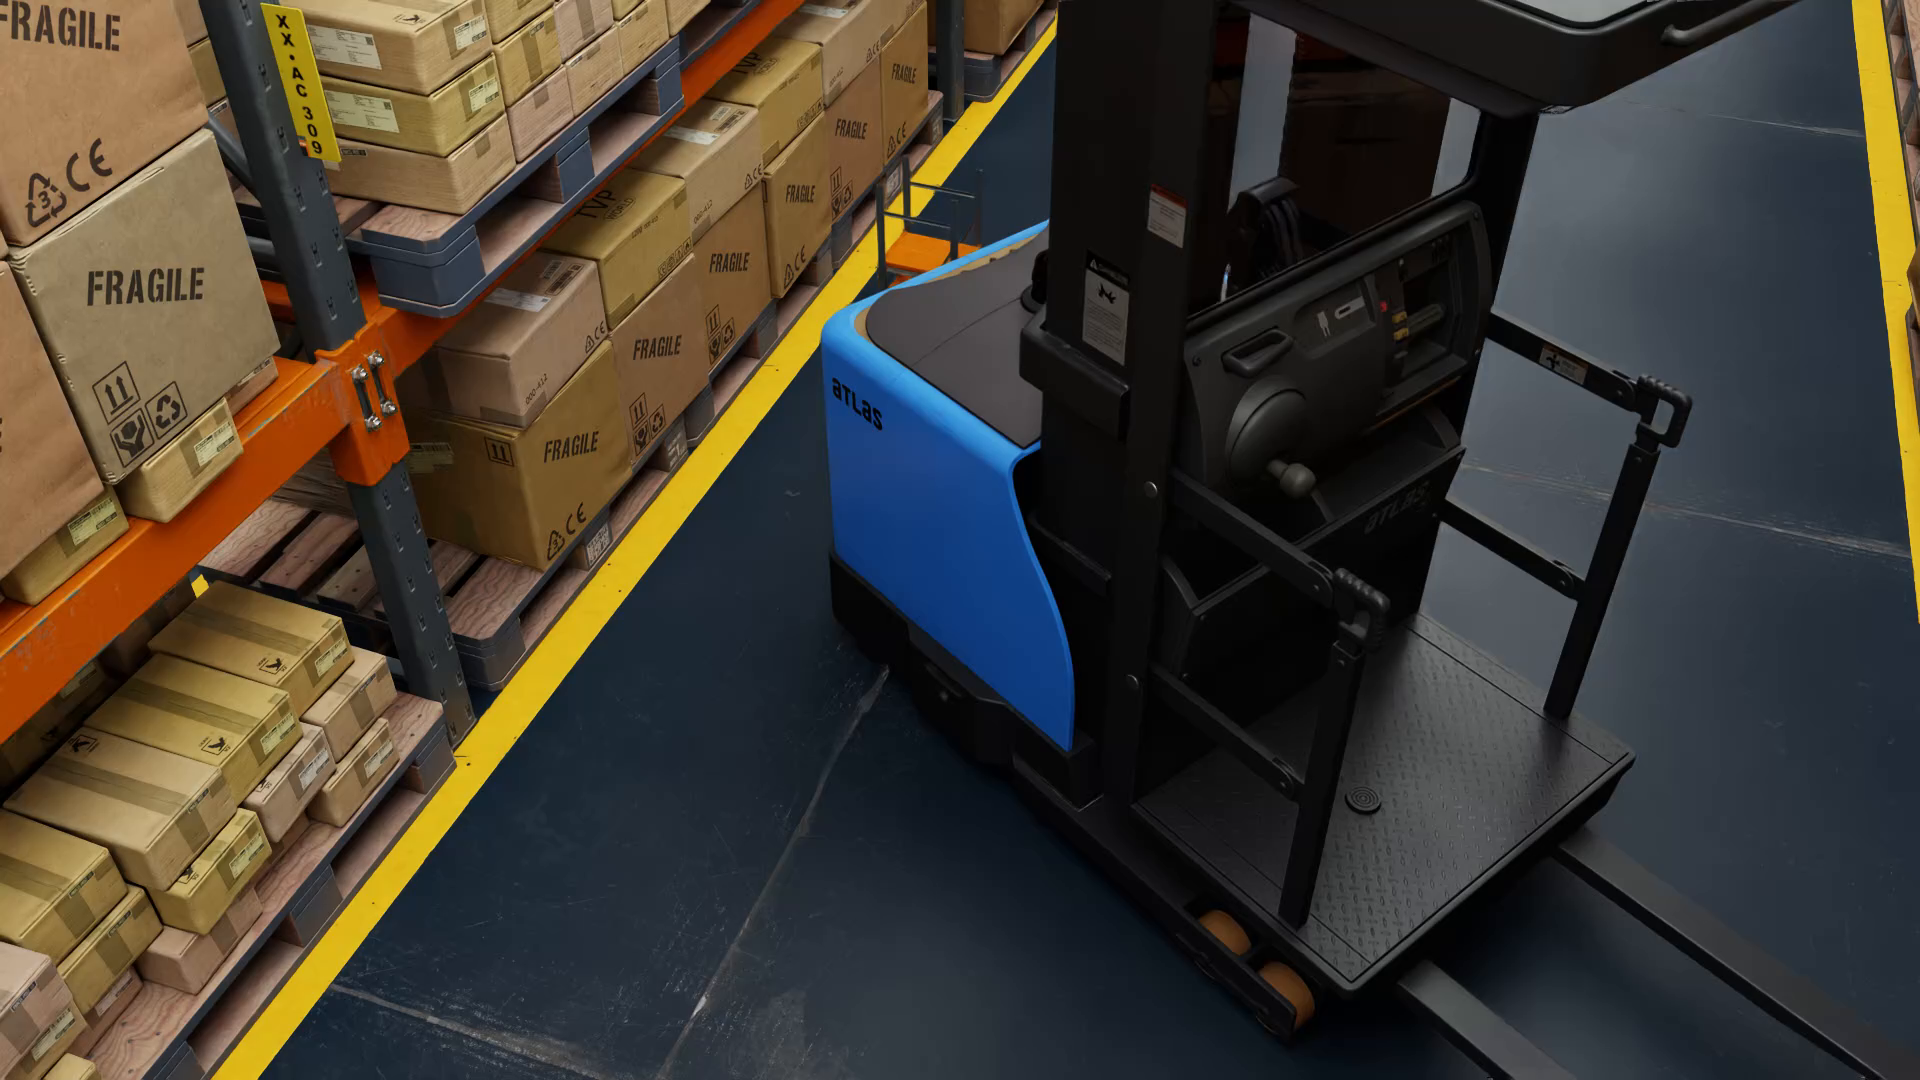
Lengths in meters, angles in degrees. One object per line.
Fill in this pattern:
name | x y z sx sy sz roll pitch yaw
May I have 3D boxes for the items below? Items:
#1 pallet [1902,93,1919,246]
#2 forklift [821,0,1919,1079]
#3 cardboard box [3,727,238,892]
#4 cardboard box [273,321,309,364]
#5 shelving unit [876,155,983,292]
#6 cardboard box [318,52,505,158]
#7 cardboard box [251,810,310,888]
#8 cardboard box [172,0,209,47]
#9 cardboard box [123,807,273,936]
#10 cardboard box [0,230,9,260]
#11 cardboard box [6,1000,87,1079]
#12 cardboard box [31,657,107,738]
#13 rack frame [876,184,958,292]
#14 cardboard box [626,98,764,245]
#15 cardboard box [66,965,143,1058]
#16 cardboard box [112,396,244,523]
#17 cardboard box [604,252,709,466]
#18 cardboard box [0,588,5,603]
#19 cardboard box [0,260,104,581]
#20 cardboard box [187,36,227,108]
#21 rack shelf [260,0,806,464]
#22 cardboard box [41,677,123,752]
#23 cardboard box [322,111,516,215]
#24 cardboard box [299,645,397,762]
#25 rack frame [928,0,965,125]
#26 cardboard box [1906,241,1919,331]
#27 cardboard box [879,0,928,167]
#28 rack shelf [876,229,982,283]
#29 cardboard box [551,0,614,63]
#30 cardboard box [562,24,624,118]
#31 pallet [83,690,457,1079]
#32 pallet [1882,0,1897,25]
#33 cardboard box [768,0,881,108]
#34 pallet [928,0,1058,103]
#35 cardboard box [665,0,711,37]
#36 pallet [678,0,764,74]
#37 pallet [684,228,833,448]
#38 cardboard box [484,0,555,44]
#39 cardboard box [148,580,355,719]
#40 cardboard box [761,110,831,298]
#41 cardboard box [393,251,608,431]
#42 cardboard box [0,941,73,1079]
pallet | 4.424 -1.395 6.723 1.003 0.211 1.213 13 42 15
forklift | 0.951 -0.333 3.382 1.130 2.935 3.031 -28 48 -29
cardboard box | -1.845 0.589 3.663 0.380 0.149 0.250 13 42 15
cardboard box | -1.822 -0.707 4.792 0.500 0.250 0.500 12 42 14
shelving unit | -0.084 -0.539 4.958 0.258 1.200 0.189 15 43 16
cardboard box | -1.272 -1.018 3.773 0.380 0.149 0.250 14 42 16
cardboard box | -1.820 0.677 4.018 0.380 0.149 0.250 14 43 16
cardboard box | -1.885 -1.281 3.852 0.380 0.149 0.250 15 43 17
cardboard box | -1.804 0.707 3.754 0.380 0.149 0.250 12 42 14
cardboard box | -1.917 -0.571 2.531 0.500 0.500 0.500 12 42 14
cardboard box | -2.051 0.998 3.413 0.380 0.149 0.250 14 43 16
cardboard box | -2.301 0.315 3.984 0.380 0.149 0.250 15 43 17
rack frame | -0.118 -0.484 4.893 0.240 1.200 0.006 15 43 16
cardboard box | -0.980 -1.224 5.398 0.500 0.250 0.500 15 43 17
cardboard box | -2.054 0.986 3.656 0.380 0.149 0.250 12 42 14
cardboard box | -1.702 -0.200 3.366 0.380 0.149 0.250 12 42 14
cardboard box | -1.158 -0.626 5.275 0.500 0.500 0.500 15 43 17
cardboard box | -2.003 0.092 3.024 0.380 0.149 0.250 12 42 14
cardboard box | -1.918 -0.180 2.843 0.500 0.500 0.500 12 42 14
cardboard box | -1.889 -1.166 3.947 0.380 0.149 0.250 15 43 16
rack shelf | -1.155 -1.649 5.426 1.077 0.370 4.000 13 42 15
cardboard box | -2.266 0.433 4.075 0.380 0.149 0.250 14 42 15
cardboard box | -1.272 -0.905 3.870 0.380 0.149 0.250 11 42 13
cardboard box | -1.648 0.372 4.147 0.380 0.149 0.250 14 42 16
rack frame | -0.471 -3.142 6.622 1.000 3.000 0.127 13 42 15
cardboard box | 3.900 -0.915 5.325 1.225 0.875 0.875 11 42 13
cardboard box | -0.451 -1.892 6.758 0.500 0.500 0.500 13 42 15
rack shelf | -0.084 -0.779 4.753 0.258 0.103 0.180 15 43 16
cardboard box | -1.097 -1.334 4.143 0.380 0.149 0.250 14 42 16
cardboard box | -1.094 -1.227 4.247 0.380 0.149 0.250 14 42 15
pallet | -2.035 0.776 4.178 1.003 0.211 1.213 13 42 15
pallet | 5.258 -2.883 8.467 1.003 0.211 1.213 13 42 15
cardboard box | -0.621 -1.851 6.133 0.500 0.250 0.500 14 42 16
pallet | -0.131 -2.546 8.071 1.003 0.211 1.213 13 42 15
cardboard box | -0.920 -1.535 4.608 0.380 0.149 0.250 12 42 13
pallet | -1.110 -1.853 5.258 1.003 0.211 1.213 13 42 15
pallet | -1.159 -0.864 6.099 1.003 0.211 1.213 13 42 15
cardboard box | -1.183 -1.303 3.877 0.380 0.149 0.250 14 43 16
cardboard box | -1.716 0.271 4.036 0.380 0.149 0.250 14 43 16
cardboard box | -0.797 -1.250 6.006 0.500 0.500 0.500 11 42 13
cardboard box | -1.338 -0.589 4.653 0.500 0.250 0.500 12 42 13
cardboard box | -2.012 0.915 3.281 0.380 0.149 0.250 11 42 13
